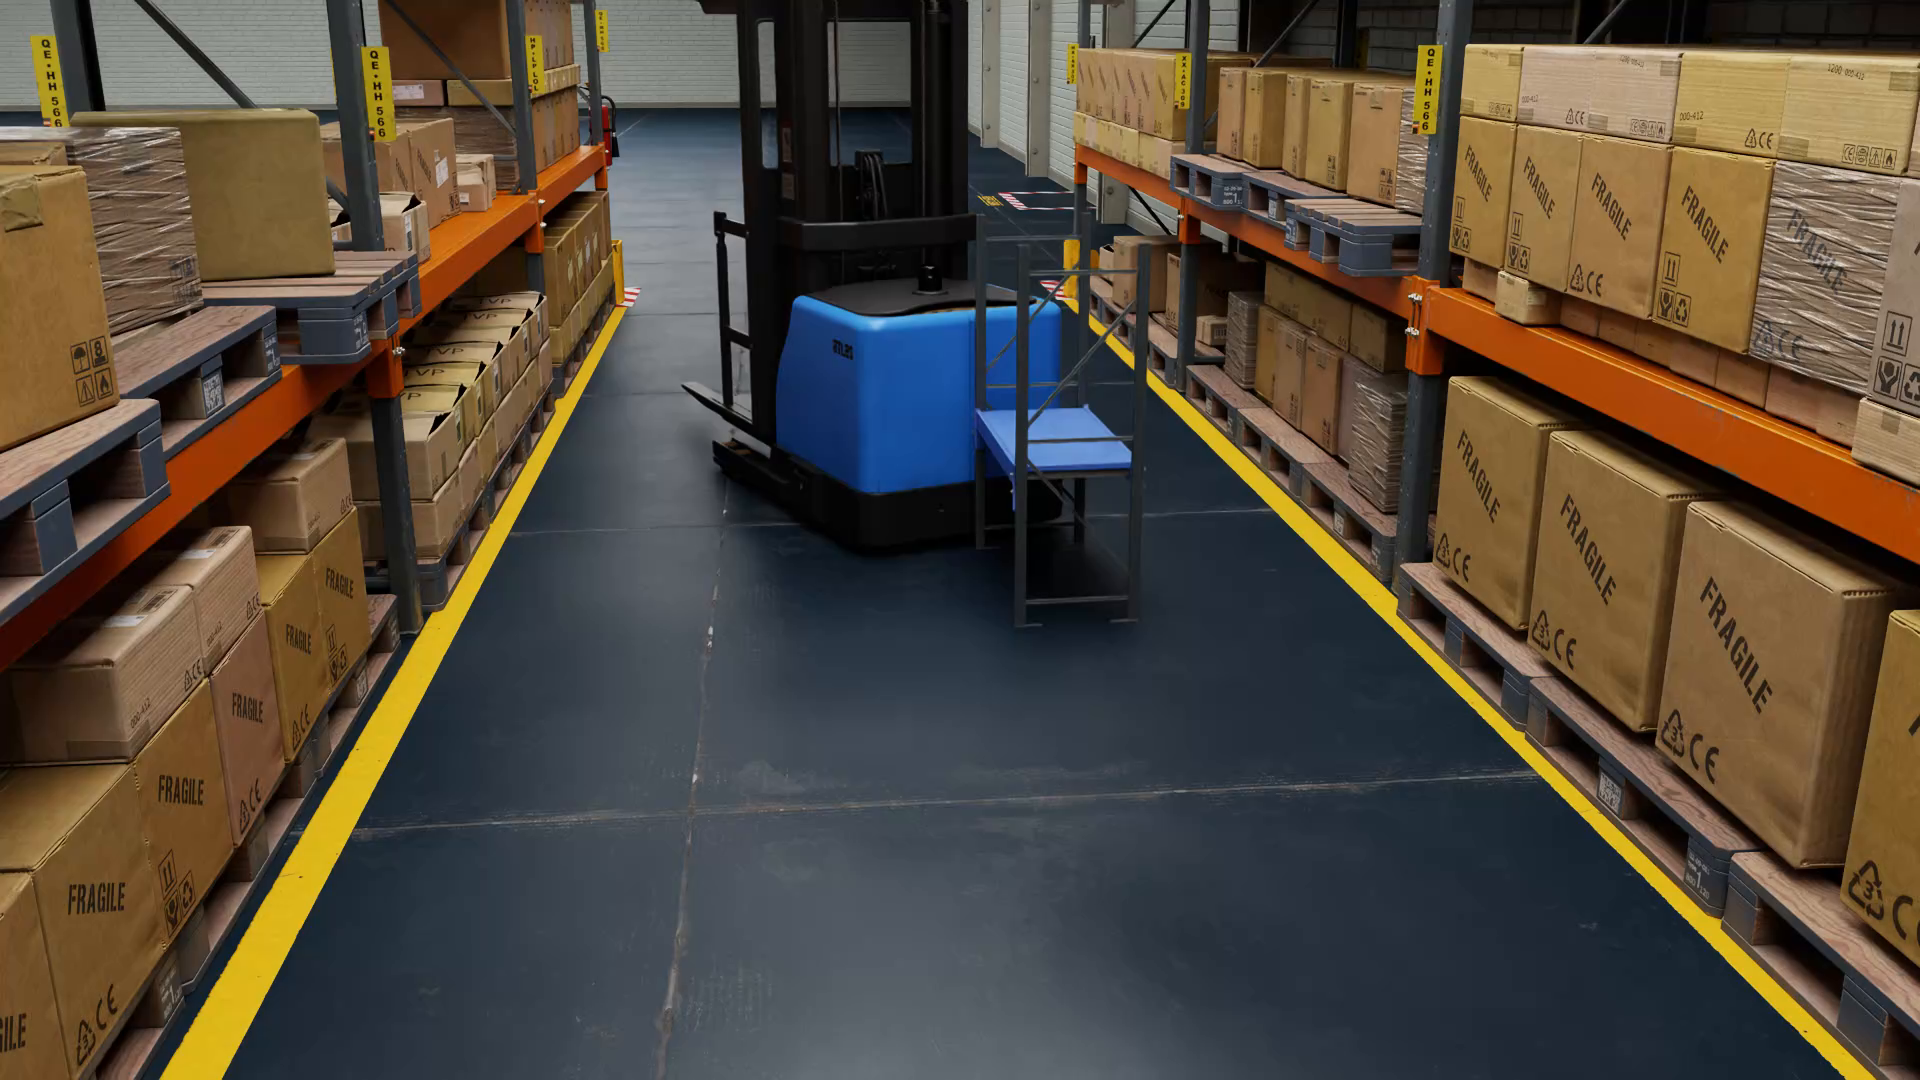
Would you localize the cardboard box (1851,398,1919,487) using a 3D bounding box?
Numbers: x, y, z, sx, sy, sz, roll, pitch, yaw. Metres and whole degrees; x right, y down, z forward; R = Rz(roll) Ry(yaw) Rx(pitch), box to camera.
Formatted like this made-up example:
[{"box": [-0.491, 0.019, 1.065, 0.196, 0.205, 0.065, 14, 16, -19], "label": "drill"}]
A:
[{"box": [2.291, -0.230, 3.788, 0.380, 0.149, 0.250, -2, 18, -6], "label": "cardboard box"}]

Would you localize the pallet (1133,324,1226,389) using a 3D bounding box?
[{"box": [1.795, -1.271, 11.372, 1.003, 0.211, 1.213, -2, 18, -6], "label": "pallet"}]

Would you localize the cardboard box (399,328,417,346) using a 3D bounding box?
[{"box": [-3.131, -0.970, 8.711, 0.500, 0.311, 0.500, -2, 18, -7], "label": "cardboard box"}]

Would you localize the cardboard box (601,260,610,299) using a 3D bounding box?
[{"box": [-3.027, -2.029, 13.021, 0.500, 0.250, 0.500, -2, 18, -6], "label": "cardboard box"}]

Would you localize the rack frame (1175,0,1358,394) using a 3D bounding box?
[{"box": [1.900, -2.402, 10.320, 1.000, 3.000, 0.127, -2, 18, -6], "label": "rack frame"}]

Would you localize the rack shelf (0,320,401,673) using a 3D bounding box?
[{"box": [-2.408, -0.117, 4.243, 1.077, 0.370, 4.000, -2, 18, -6], "label": "rack shelf"}]

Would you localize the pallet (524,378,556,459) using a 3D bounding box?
[{"box": [-2.912, -0.699, 9.552, 1.003, 0.211, 1.213, -2, 18, -6], "label": "pallet"}]

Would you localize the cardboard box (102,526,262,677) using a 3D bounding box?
[{"box": [-2.165, 0.162, 4.341, 0.500, 0.250, 0.500, -2, 18, -7], "label": "cardboard box"}]

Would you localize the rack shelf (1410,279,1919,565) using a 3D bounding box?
[{"box": [2.519, -0.271, 4.734, 1.077, 0.370, 4.000, -2, 18, -6], "label": "rack shelf"}]

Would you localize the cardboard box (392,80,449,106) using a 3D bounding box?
[{"box": [-3.268, -2.679, 9.954, 0.380, 0.149, 0.250, -2, 18, -6], "label": "cardboard box"}]

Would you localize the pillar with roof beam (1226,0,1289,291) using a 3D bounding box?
[{"box": [-1.862, -6.141, 12.215, 9.100, 9.000, 0.400, -2, 18, -6], "label": "pillar with roof beam"}]

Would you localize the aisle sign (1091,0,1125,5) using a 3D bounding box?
[{"box": [1.181, -4.846, 13.766, 0.394, 0.787, 0.004, -2, 18, -6], "label": "aisle sign"}]

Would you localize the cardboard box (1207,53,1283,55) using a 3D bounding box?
[{"box": [1.964, -3.147, 11.659, 0.500, 0.500, 0.500, -1, 17, -4], "label": "cardboard box"}]

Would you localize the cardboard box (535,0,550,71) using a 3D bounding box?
[{"box": [-3.234, -3.495, 11.469, 0.700, 0.500, 0.500, -2, 18, -6], "label": "cardboard box"}]

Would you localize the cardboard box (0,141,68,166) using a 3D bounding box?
[{"box": [-2.445, -0.637, 3.830, 0.700, 0.500, 0.500, -6, 19, -20], "label": "cardboard box"}]

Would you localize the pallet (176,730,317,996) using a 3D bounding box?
[{"box": [-2.452, 0.861, 4.584, 1.003, 0.211, 1.213, -2, 18, -6], "label": "pallet"}]

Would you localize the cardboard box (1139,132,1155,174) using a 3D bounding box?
[{"box": [1.506, -2.620, 11.233, 0.500, 0.250, 0.500, -2, 18, -5], "label": "cardboard box"}]

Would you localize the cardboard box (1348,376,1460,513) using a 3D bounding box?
[{"box": [2.186, -0.440, 7.511, 0.700, 0.500, 0.500, -2, 17, -5], "label": "cardboard box"}]

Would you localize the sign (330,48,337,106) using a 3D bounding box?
[{"box": [-3.579, -2.681, 9.632, 0.100, 0.325, 0.005, -2, 18, -6], "label": "sign"}]

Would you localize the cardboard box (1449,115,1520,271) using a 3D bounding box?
[{"box": [2.108, -1.257, 5.976, 0.500, 0.500, 0.500, -1, 17, -4], "label": "cardboard box"}]

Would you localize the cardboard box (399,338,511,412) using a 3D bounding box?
[{"box": [-2.543, -0.839, 8.294, 0.500, 0.311, 0.500, -2, 18, -6], "label": "cardboard box"}]

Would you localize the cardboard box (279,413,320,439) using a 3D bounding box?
[{"box": [-2.913, -0.361, 6.771, 0.500, 0.311, 0.500, -1, 17, -4], "label": "cardboard box"}]

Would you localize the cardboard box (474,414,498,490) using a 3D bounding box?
[{"box": [-2.489, -0.414, 7.878, 0.500, 0.250, 0.500, -2, 18, -7], "label": "cardboard box"}]

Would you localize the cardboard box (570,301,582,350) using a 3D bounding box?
[{"box": [-2.820, -1.433, 11.123, 0.500, 0.250, 0.500, -2, 18, -6], "label": "cardboard box"}]

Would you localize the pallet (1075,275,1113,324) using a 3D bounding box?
[{"box": [1.544, -1.998, 13.687, 1.003, 0.211, 1.213, -2, 18, -6], "label": "pallet"}]

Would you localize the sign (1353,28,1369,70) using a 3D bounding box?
[{"box": [2.452, -2.973, 10.205, 0.100, 0.325, 0.005, -2, 18, -6], "label": "sign"}]

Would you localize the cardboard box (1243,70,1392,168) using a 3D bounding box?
[{"box": [1.969, -2.340, 9.222, 0.700, 0.500, 0.500, 0, 17, 0], "label": "cardboard box"}]

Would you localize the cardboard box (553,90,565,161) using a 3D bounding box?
[{"box": [-3.300, -3.043, 12.196, 0.700, 0.500, 0.500, -2, 18, -5], "label": "cardboard box"}]

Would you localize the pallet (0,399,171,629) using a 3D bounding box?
[{"box": [-2.176, -0.014, 3.035, 1.003, 0.211, 1.213, -2, 18, -6], "label": "pallet"}]

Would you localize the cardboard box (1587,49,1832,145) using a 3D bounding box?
[{"box": [2.214, -1.315, 4.909, 0.500, 0.250, 0.500, -2, 18, -5], "label": "cardboard box"}]

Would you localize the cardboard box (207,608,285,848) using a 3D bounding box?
[{"box": [-2.171, 0.508, 4.489, 0.500, 0.500, 0.500, -2, 18, -8], "label": "cardboard box"}]

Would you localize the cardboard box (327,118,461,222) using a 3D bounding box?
[{"box": [-2.910, -1.909, 8.584, 0.500, 0.500, 0.500, -1, 17, -2], "label": "cardboard box"}]

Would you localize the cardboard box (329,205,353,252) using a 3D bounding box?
[{"box": [-2.609, -1.123, 6.396, 0.500, 0.311, 0.500, -1, 17, -2], "label": "cardboard box"}]

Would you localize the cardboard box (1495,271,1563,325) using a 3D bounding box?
[{"box": [2.077, -0.838, 5.723, 0.380, 0.149, 0.250, -1, 17, -4], "label": "cardboard box"}]

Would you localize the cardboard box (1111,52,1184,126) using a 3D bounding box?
[{"box": [1.391, -3.283, 12.091, 0.500, 0.500, 0.500, -1, 17, -4], "label": "cardboard box"}]

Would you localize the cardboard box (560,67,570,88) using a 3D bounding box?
[{"box": [-3.132, -3.460, 12.439, 0.380, 0.149, 0.250, -2, 17, -5], "label": "cardboard box"}]

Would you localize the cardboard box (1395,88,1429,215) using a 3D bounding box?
[{"box": [2.254, -1.608, 6.888, 0.700, 0.500, 0.500, -4, 18, -12], "label": "cardboard box"}]

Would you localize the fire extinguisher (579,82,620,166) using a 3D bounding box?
[{"box": [-2.990, -3.452, 13.795, 0.296, 0.674, 0.183, -2, 18, -6], "label": "fire extinguisher"}]

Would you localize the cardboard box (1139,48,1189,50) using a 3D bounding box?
[{"box": [1.747, -3.756, 13.597, 0.500, 0.500, 0.500, -2, 18, -6], "label": "cardboard box"}]

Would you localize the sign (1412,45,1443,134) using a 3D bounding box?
[{"box": [1.774, -1.705, 6.300, 0.100, 0.325, 0.005, -2, 18, -6], "label": "sign"}]

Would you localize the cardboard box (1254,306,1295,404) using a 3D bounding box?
[{"box": [2.096, -1.048, 9.446, 0.700, 0.500, 0.500, -2, 18, -7], "label": "cardboard box"}]

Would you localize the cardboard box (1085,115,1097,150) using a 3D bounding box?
[{"box": [1.290, -3.222, 13.150, 0.500, 0.250, 0.500, -2, 18, -7], "label": "cardboard box"}]

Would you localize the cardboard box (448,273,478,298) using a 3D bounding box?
[{"box": [-3.332, -1.775, 10.960, 0.500, 0.500, 0.500, -2, 18, -6], "label": "cardboard box"}]

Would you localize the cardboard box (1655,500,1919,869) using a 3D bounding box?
[{"box": [2.434, 0.352, 4.435, 0.750, 0.750, 0.750, -1, 17, -4], "label": "cardboard box"}]

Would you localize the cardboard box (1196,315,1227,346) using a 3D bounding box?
[{"box": [1.815, -1.419, 11.183, 0.380, 0.166, 0.250, -4, 18, -13], "label": "cardboard box"}]

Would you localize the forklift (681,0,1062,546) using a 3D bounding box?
[{"box": [-0.656, -1.764, 8.403, 1.130, 2.935, 3.031, -9, 20, -26], "label": "forklift"}]

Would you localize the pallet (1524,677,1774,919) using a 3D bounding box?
[{"box": [2.441, 0.720, 5.031, 1.003, 0.211, 1.213, -2, 18, -6], "label": "pallet"}]

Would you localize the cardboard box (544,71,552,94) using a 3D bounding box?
[{"box": [-3.025, -3.152, 11.461, 0.380, 0.149, 0.250, -2, 18, -6], "label": "cardboard box"}]

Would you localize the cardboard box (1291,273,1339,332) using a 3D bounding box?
[{"box": [2.099, -1.272, 8.909, 0.500, 0.250, 0.500, -2, 18, -7], "label": "cardboard box"}]

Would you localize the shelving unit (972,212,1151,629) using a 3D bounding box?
[{"box": [0.389, -0.531, 6.863, 0.538, 1.500, 1.048, -2, 18, -8], "label": "shelving unit"}]

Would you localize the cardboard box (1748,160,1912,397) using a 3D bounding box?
[{"box": [2.321, -0.649, 4.040, 0.500, 0.500, 0.500, -2, 18, -6], "label": "cardboard box"}]

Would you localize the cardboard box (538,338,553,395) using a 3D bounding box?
[{"box": [-2.696, -1.022, 9.813, 0.500, 0.250, 0.500, -2, 18, -6], "label": "cardboard box"}]

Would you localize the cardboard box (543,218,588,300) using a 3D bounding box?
[{"box": [-2.867, -1.940, 11.486, 0.500, 0.500, 0.500, -2, 18, -6], "label": "cardboard box"}]

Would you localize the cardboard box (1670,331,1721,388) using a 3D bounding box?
[{"box": [2.285, -0.538, 4.769, 0.380, 0.149, 0.250, -2, 18, -5], "label": "cardboard box"}]
